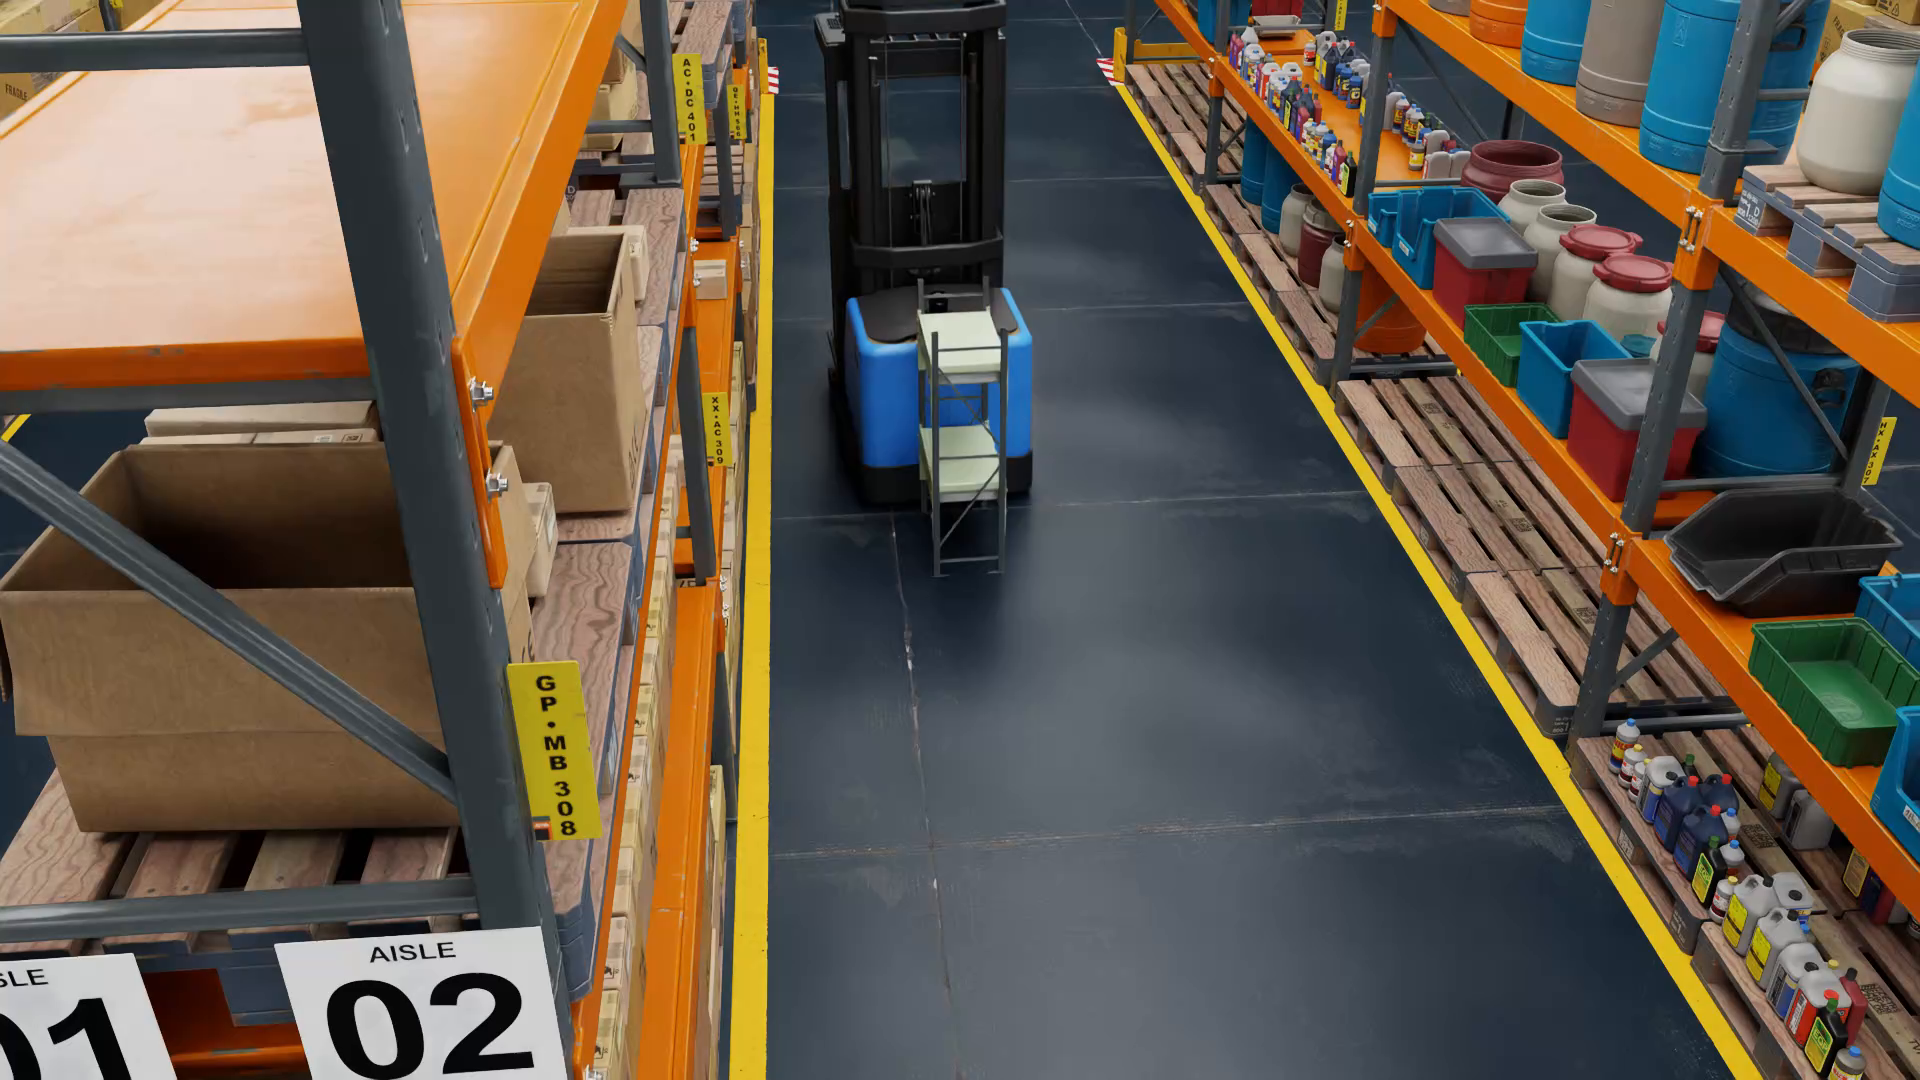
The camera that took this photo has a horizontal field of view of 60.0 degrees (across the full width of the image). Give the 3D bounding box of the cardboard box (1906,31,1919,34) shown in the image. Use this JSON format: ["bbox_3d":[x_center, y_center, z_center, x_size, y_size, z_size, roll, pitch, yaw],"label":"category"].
[{"bbox_3d":[7.537,-3.585,12.729,0.500,0.500,0.500,-2,31,-4],"label":"cardboard box"}]

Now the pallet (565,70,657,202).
[{"bbox_3d":[-1.616,-1.663,6.870,0.805,0.209,1.217,-4,31,-7],"label":"pallet"}]

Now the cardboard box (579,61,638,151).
[{"bbox_3d":[-1.568,-1.726,6.527,0.500,0.250,0.500,0,31,1],"label":"cardboard box"}]

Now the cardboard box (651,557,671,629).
[{"bbox_3d":[-1.208,0.194,5.771,0.380,0.149,0.250,-3,31,-5],"label":"cardboard box"}]

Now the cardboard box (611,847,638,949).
[{"bbox_3d":[-1.067,0.976,4.461,0.380,0.149,0.250,-4,31,-6],"label":"cardboard box"}]

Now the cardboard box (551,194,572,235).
[{"bbox_3d":[-1.492,-0.733,4.481,0.797,0.503,0.637,1,31,1],"label":"cardboard box"}]

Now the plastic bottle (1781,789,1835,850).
[{"bbox_3d":[3.632,1.171,7.093,0.152,0.276,0.135,-3,31,-5],"label":"plastic bottle"}]

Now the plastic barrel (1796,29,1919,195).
[{"bbox_3d":[3.256,-1.529,5.942,0.421,0.512,0.421,0,31,0],"label":"plastic barrel"}]

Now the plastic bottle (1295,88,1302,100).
[{"bbox_3d":[2.499,-3.170,12.246,0.061,0.283,0.133,-3,31,-5],"label":"plastic bottle"}]

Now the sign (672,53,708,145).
[{"bbox_3d":[-0.968,-1.578,5.961,0.100,0.325,0.005,-3,31,-5],"label":"sign"}]

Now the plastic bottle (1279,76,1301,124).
[{"bbox_3d":[2.466,-3.279,12.363,0.144,0.351,0.185,-3,31,-5],"label":"plastic bottle"}]

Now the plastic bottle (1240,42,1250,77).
[{"bbox_3d":[2.324,-3.888,13.461,0.097,0.271,0.097,0,31,0],"label":"plastic bottle"}]

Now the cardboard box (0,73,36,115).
[{"bbox_3d":[-6.758,-3.036,11.502,0.500,0.500,0.500,-2,31,-3],"label":"cardboard box"}]

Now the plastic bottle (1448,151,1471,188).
[{"bbox_3d":[3.319,-2.468,11.078,0.152,0.276,0.135,-3,31,-5],"label":"plastic bottle"}]

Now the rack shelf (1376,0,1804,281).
[{"bbox_3d":[3.225,-2.243,8.356,1.077,0.370,4.000,-3,31,-5],"label":"rack shelf"}]

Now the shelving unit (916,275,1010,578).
[{"bbox_3d":[0.007,-0.632,9.346,0.431,1.500,0.755,-4,31,-6],"label":"shelving unit"}]

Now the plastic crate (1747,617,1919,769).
[{"bbox_3d":[3.257,0.555,6.103,0.450,0.188,0.662,-3,31,-5],"label":"plastic crate"}]

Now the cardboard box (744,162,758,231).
[{"bbox_3d":[-1.899,-2.716,13.382,0.500,0.500,0.500,-3,31,-4],"label":"cardboard box"}]

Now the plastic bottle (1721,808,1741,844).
[{"bbox_3d":[3.208,1.240,6.981,0.097,0.271,0.097,0,31,0],"label":"plastic bottle"}]

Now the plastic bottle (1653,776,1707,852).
[{"bbox_3d":[3.074,1.138,7.075,0.144,0.351,0.185,-2,31,-3],"label":"plastic bottle"}]

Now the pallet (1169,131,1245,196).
[{"bbox_3d":[2.557,-3.504,15.410,1.003,0.211,1.213,-3,31,-5],"label":"pallet"}]

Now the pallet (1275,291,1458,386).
[{"bbox_3d":[2.923,-1.488,12.036,1.003,0.211,1.213,-3,31,-5],"label":"pallet"}]

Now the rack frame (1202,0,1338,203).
[{"bbox_3d":[2.664,-4.327,14.070,1.000,3.000,0.127,-3,31,-5],"label":"rack frame"}]

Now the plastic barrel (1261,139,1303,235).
[{"bbox_3d":[2.764,-2.966,13.428,0.600,0.901,0.708,-3,31,-5],"label":"plastic barrel"}]

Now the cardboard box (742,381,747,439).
[{"bbox_3d":[-1.602,-0.792,10.424,0.500,0.250,0.500,-2,31,-3],"label":"cardboard box"}]

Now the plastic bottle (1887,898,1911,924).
[{"bbox_3d":[3.818,1.399,6.711,0.152,0.276,0.135,-2,31,-4],"label":"plastic bottle"}]

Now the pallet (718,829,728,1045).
[{"bbox_3d":[-1.488,1.598,6.869,1.003,0.211,1.213,-3,31,-5],"label":"pallet"}]

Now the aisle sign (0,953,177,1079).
[{"bbox_3d":[-1.433,0.966,2.672,0.394,0.787,0.004,-3,31,-5],"label":"aisle sign"}]

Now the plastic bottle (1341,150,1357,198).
[{"bbox_3d":[2.575,-2.421,10.992,0.061,0.283,0.133,-3,31,-5],"label":"plastic bottle"}]

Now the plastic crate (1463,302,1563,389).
[{"bbox_3d":[2.968,-1.027,8.752,0.450,0.188,0.662,-3,31,-5],"label":"plastic crate"}]

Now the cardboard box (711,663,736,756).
[{"bbox_3d":[-1.311,0.775,7.800,0.500,0.250,0.500,-3,31,-6],"label":"cardboard box"}]

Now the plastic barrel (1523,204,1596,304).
[{"bbox_3d":[3.386,-1.603,9.400,0.421,0.512,0.421,0,31,0],"label":"plastic barrel"}]

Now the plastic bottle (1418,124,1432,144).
[{"bbox_3d":[3.232,-2.760,11.571,0.097,0.271,0.097,0,31,0],"label":"plastic bottle"}]

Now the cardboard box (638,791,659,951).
[{"bbox_3d":[-1.325,0.963,5.116,0.700,0.500,0.500,-2,31,-3],"label":"cardboard box"}]

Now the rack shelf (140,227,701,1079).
[{"bbox_3d":[-1.333,0.035,4.543,1.077,0.370,4.000,-3,31,-5],"label":"rack shelf"}]

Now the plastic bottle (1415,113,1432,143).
[{"bbox_3d":[3.287,-2.896,11.787,0.061,0.283,0.133,-3,31,-5],"label":"plastic bottle"}]

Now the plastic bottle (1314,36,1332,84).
[{"bbox_3d":[2.932,-3.845,13.311,0.144,0.351,0.185,-3,31,-5],"label":"plastic bottle"}]

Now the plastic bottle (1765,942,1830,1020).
[{"bbox_3d":[3.168,1.662,6.269,0.152,0.276,0.135,-4,31,-6],"label":"plastic bottle"}]

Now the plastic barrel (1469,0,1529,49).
[{"bbox_3d":[2.960,-2.993,8.493,0.600,0.830,0.708,-3,31,-5],"label":"plastic barrel"}]

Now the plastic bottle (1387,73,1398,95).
[{"bbox_3d":[3.179,-3.290,12.381,0.144,0.351,0.185,-3,31,-5],"label":"plastic bottle"}]

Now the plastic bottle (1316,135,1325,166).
[{"bbox_3d":[2.534,-2.712,11.560,0.097,0.201,0.097,0,31,0],"label":"plastic bottle"}]

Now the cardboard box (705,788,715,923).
[{"bbox_3d":[-1.224,1.153,6.435,0.500,0.500,0.500,-3,31,-5],"label":"cardboard box"}]

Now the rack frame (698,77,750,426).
[{"bbox_3d":[-1.894,-2.049,10.257,1.000,3.000,0.127,-3,31,-5],"label":"rack frame"}]

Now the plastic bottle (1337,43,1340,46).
[{"bbox_3d":[3.057,-3.902,13.478,0.152,0.276,0.135,-3,31,-5],"label":"plastic bottle"}]

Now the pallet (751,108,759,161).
[{"bbox_3d":[-2.448,-3.869,16.023,1.003,0.211,1.213,-3,31,-5],"label":"pallet"}]

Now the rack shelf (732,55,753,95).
[{"bbox_3d":[-2.455,-4.804,15.570,1.077,0.370,4.000,-3,31,-5],"label":"rack shelf"}]

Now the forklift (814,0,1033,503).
[{"bbox_3d":[-0.307,-2.218,10.606,1.130,2.935,3.031,-5,31,-8],"label":"forklift"}]

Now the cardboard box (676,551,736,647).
[{"bbox_3d":[-1.352,0.273,8.093,0.500,0.311,0.500,-3,31,-5],"label":"cardboard box"}]

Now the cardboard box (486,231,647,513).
[{"bbox_3d":[-1.030,-0.397,3.922,0.500,0.500,0.500,-3,31,-5],"label":"cardboard box"}]

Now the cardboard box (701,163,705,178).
[{"bbox_3d":[-2.065,-2.589,10.652,0.700,0.500,0.500,-13,33,-21],"label":"cardboard box"}]

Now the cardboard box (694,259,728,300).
[{"bbox_3d":[-1.535,-1.496,9.574,0.380,0.149,0.250,-3,31,-5],"label":"cardboard box"}]
